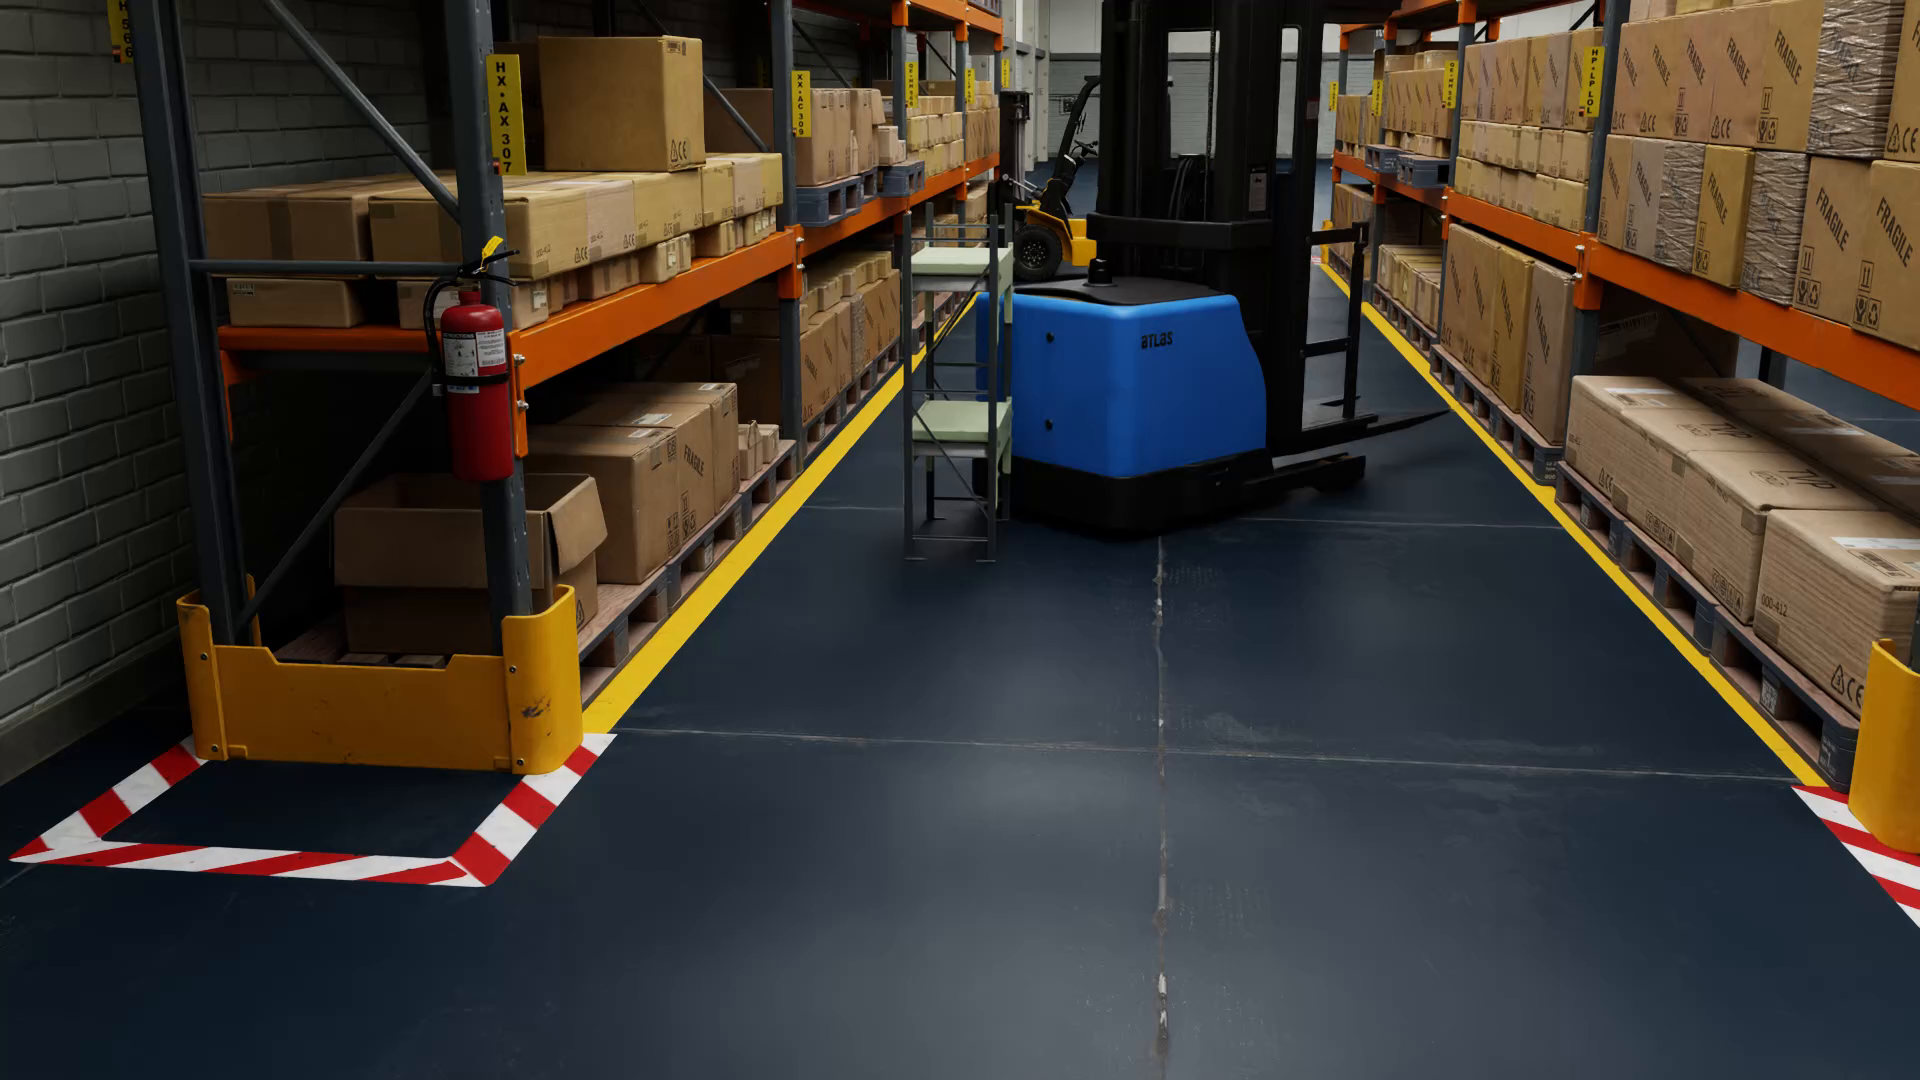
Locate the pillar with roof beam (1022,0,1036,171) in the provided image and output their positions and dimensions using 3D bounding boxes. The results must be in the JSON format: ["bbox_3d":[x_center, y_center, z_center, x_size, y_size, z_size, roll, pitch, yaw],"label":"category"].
[{"bbox_3d":[6.015,-13.766,41.333,9.100,9.000,0.400,2,15,6],"label":"pillar with roof beam"}]

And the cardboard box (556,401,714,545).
[{"bbox_3d":[-1.345,-0.283,6.948,0.500,0.500,0.500,2,15,7],"label":"cardboard box"}]

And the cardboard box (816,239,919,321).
[{"bbox_3d":[-0.815,-2.069,13.314,0.875,0.625,0.625,2,15,8],"label":"cardboard box"}]

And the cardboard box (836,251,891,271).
[{"bbox_3d":[-0.703,-2.025,12.147,0.380,0.149,0.250,1,15,4],"label":"cardboard box"}]

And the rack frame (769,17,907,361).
[{"bbox_3d":[-0.899,-2.852,12.462,1.000,3.000,0.127,2,15,6],"label":"rack frame"}]

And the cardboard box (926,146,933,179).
[{"bbox_3d":[-0.494,-3.151,13.857,0.500,0.250,0.500,1,15,4],"label":"cardboard box"}]

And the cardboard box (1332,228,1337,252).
[{"bbox_3d":[4.570,-3.456,19.158,0.500,0.250,0.500,2,15,6],"label":"cardboard box"}]

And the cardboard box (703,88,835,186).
[{"bbox_3d":[-1.074,-2.184,8.997,0.700,0.500,0.500,2,15,8],"label":"cardboard box"}]

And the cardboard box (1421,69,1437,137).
[{"bbox_3d":[3.855,-3.362,12.781,0.500,0.500,0.500,1,15,5],"label":"cardboard box"}]

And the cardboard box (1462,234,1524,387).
[{"bbox_3d":[3.768,-1.476,10.639,0.875,0.875,0.875,2,15,7],"label":"cardboard box"}]

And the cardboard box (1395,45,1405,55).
[{"bbox_3d":[4.881,-4.925,17.453,0.700,0.500,0.500,2,15,6],"label":"cardboard box"}]

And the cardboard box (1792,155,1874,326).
[{"bbox_3d":[2.993,-0.942,5.209,0.500,0.500,0.500,1,15,5],"label":"cardboard box"}]

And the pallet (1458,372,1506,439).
[{"bbox_3d":[3.729,-0.843,10.374,1.003,0.211,1.213,2,15,6],"label":"pallet"}]

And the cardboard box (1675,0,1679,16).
[{"bbox_3d":[3.288,-2.304,7.088,0.380,0.149,0.250,2,15,6],"label":"cardboard box"}]

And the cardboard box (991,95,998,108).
[{"bbox_3d":[0.243,-5.123,19.426,0.380,0.149,0.250,2,15,7],"label":"cardboard box"}]

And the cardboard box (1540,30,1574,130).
[{"bbox_3d":[3.434,-2.458,8.897,0.500,0.500,0.500,2,15,7],"label":"cardboard box"}]

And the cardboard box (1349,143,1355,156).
[{"bbox_3d":[4.497,-4.313,18.348,0.380,0.149,0.250,2,15,8],"label":"cardboard box"}]

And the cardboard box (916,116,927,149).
[{"bbox_3d":[-0.549,-3.258,13.295,0.500,0.250,0.500,2,15,8],"label":"cardboard box"}]

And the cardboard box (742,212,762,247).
[{"bbox_3d":[-1.149,-1.467,7.820,0.380,0.149,0.250,2,15,8],"label":"cardboard box"}]

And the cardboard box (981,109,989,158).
[{"bbox_3d":[0.038,-4.442,18.150,0.500,0.500,0.500,2,15,7],"label":"cardboard box"}]

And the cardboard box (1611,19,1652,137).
[{"bbox_3d":[3.287,-2.084,7.514,0.500,0.500,0.500,2,15,7],"label":"cardboard box"}]

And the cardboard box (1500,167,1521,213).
[{"bbox_3d":[3.570,-2.117,10.031,0.500,0.250,0.500,2,15,6],"label":"cardboard box"}]

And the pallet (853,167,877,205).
[{"bbox_3d":[-1.114,-2.255,10.621,1.003,0.211,1.213,2,15,6],"label":"pallet"}]

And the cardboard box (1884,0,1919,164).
[{"bbox_3d":[2.948,-1.295,4.596,0.500,0.500,0.500,2,15,8],"label":"cardboard box"}]

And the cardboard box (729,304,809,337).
[{"bbox_3d":[-1.046,-1.209,9.127,0.380,0.149,0.250,2,15,9],"label":"cardboard box"}]

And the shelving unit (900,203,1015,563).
[{"bbox_3d":[-0.001,-0.726,7.471,0.431,1.500,0.755,2,15,6],"label":"shelving unit"}]

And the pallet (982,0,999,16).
[{"bbox_3d":[-0.102,-6.149,19.080,1.003,0.211,1.213,2,15,6],"label":"pallet"}]

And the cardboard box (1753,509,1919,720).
[{"bbox_3d":[3.105,0.228,5.175,0.875,0.438,0.875,1,15,4],"label":"cardboard box"}]

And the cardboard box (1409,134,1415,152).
[{"bbox_3d":[3.932,-3.284,13.737,0.380,0.149,0.250,1,15,4],"label":"cardboard box"}]

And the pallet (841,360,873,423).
[{"bbox_3d":[-1.161,-0.997,10.947,1.003,0.211,1.213,2,15,6],"label":"pallet"}]

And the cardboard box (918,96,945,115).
[{"bbox_3d":[-0.334,-3.752,14.357,0.380,0.149,0.250,1,15,5],"label":"cardboard box"}]

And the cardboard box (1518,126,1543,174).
[{"bbox_3d":[3.491,-2.224,9.469,0.500,0.250,0.500,2,15,8],"label":"cardboard box"}]

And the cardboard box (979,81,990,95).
[{"bbox_3d":[0.128,-4.998,18.397,0.380,0.149,0.250,2,15,7],"label":"cardboard box"}]

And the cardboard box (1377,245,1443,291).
[{"bbox_3d":[4.428,-2.542,15.546,0.950,0.372,0.625,2,15,7],"label":"cardboard box"}]

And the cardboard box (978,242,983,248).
[{"bbox_3d":[-0.023,-3.012,17.519,0.500,0.250,0.500,1,15,5],"label":"cardboard box"}]

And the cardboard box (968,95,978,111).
[{"bbox_3d":[-0.020,-4.523,17.208,0.380,0.149,0.250,2,15,7],"label":"cardboard box"}]

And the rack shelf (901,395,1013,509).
[{"bbox_3d":[-0.002,-0.411,7.556,0.431,0.370,0.720,2,15,6],"label":"rack shelf"}]

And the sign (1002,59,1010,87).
[{"bbox_3d":[0.541,-5.580,19.880,0.100,0.325,0.005,2,15,6],"label":"sign"}]

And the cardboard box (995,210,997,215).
[{"bbox_3d":[0.154,-3.644,18.896,0.500,0.250,0.500,1,15,5],"label":"cardboard box"}]

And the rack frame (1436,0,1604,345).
[{"bbox_3d":[4.033,-2.706,11.925,1.000,3.000,0.127,2,15,6],"label":"rack frame"}]

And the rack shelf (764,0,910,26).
[{"bbox_3d":[-1.125,-3.434,10.246,1.077,0.370,4.000,2,15,6],"label":"rack shelf"}]

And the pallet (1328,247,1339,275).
[{"bbox_3d":[4.800,-3.206,19.114,1.003,0.211,1.213,2,15,6],"label":"pallet"}]

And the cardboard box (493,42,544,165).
[{"bbox_3d":[-1.783,-1.869,7.108,0.500,0.500,0.500,1,15,5],"label":"cardboard box"}]

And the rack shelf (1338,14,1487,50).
[{"bbox_3d":[4.710,-5.363,17.382,1.077,0.370,4.000,2,15,6],"label":"rack shelf"}]

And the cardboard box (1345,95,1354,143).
[{"bbox_3d":[4.495,-4.592,18.136,0.500,0.500,0.500,1,15,5],"label":"cardboard box"}]

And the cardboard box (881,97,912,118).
[{"bbox_3d":[-0.571,-3.287,12.638,0.380,0.149,0.250,2,15,8],"label":"cardboard box"}]

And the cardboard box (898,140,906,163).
[{"bbox_3d":[-0.592,-2.751,11.768,0.380,0.149,0.250,2,15,7],"label":"cardboard box"}]

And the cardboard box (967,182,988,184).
[{"bbox_3d":[0.209,-4.023,19.342,0.500,0.250,0.500,2,15,7],"label":"cardboard box"}]

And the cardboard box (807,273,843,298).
[{"bbox_3d":[-0.959,-1.620,10.648,0.380,0.149,0.250,2,15,6],"label":"cardboard box"}]

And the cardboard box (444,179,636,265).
[{"bbox_3d":[-1.427,-1.088,5.658,0.500,0.250,0.500,2,15,7],"label":"cardboard box"}]

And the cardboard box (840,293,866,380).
[{"bbox_3d":[-0.897,-1.331,10.823,0.500,0.500,0.500,1,15,4],"label":"cardboard box"}]

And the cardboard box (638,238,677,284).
[{"bbox_3d":[-1.298,-1.065,6.337,0.380,0.149,0.250,1,15,5],"label":"cardboard box"}]

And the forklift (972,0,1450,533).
[{"bbox_3d":[1.487,-1.749,8.515,3.031,2.935,1.130,-13,20,-41],"label":"forklift"}]

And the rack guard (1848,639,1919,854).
[{"bbox_3d":[3.128,0.581,4.554,1.175,0.500,0.348,2,15,6],"label":"rack guard"}]

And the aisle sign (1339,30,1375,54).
[{"bbox_3d":[4.635,-6.061,19.352,0.394,0.787,0.004,2,15,6],"label":"aisle sign"}]

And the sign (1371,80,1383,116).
[{"bbox_3d":[3.944,-4.176,15.700,0.100,0.325,0.005,2,15,6],"label":"sign"}]

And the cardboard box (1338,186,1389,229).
[{"bbox_3d":[4.513,-3.676,18.536,0.500,0.500,0.500,1,15,4],"label":"cardboard box"}]

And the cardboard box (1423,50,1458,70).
[{"bbox_3d":[3.937,-3.847,13.333,0.380,0.149,0.250,1,15,4],"label":"cardboard box"}]

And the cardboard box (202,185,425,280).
[{"bbox_3d":[-2.014,-0.975,5.239,0.500,0.250,0.500,2,15,8],"label":"cardboard box"}]
